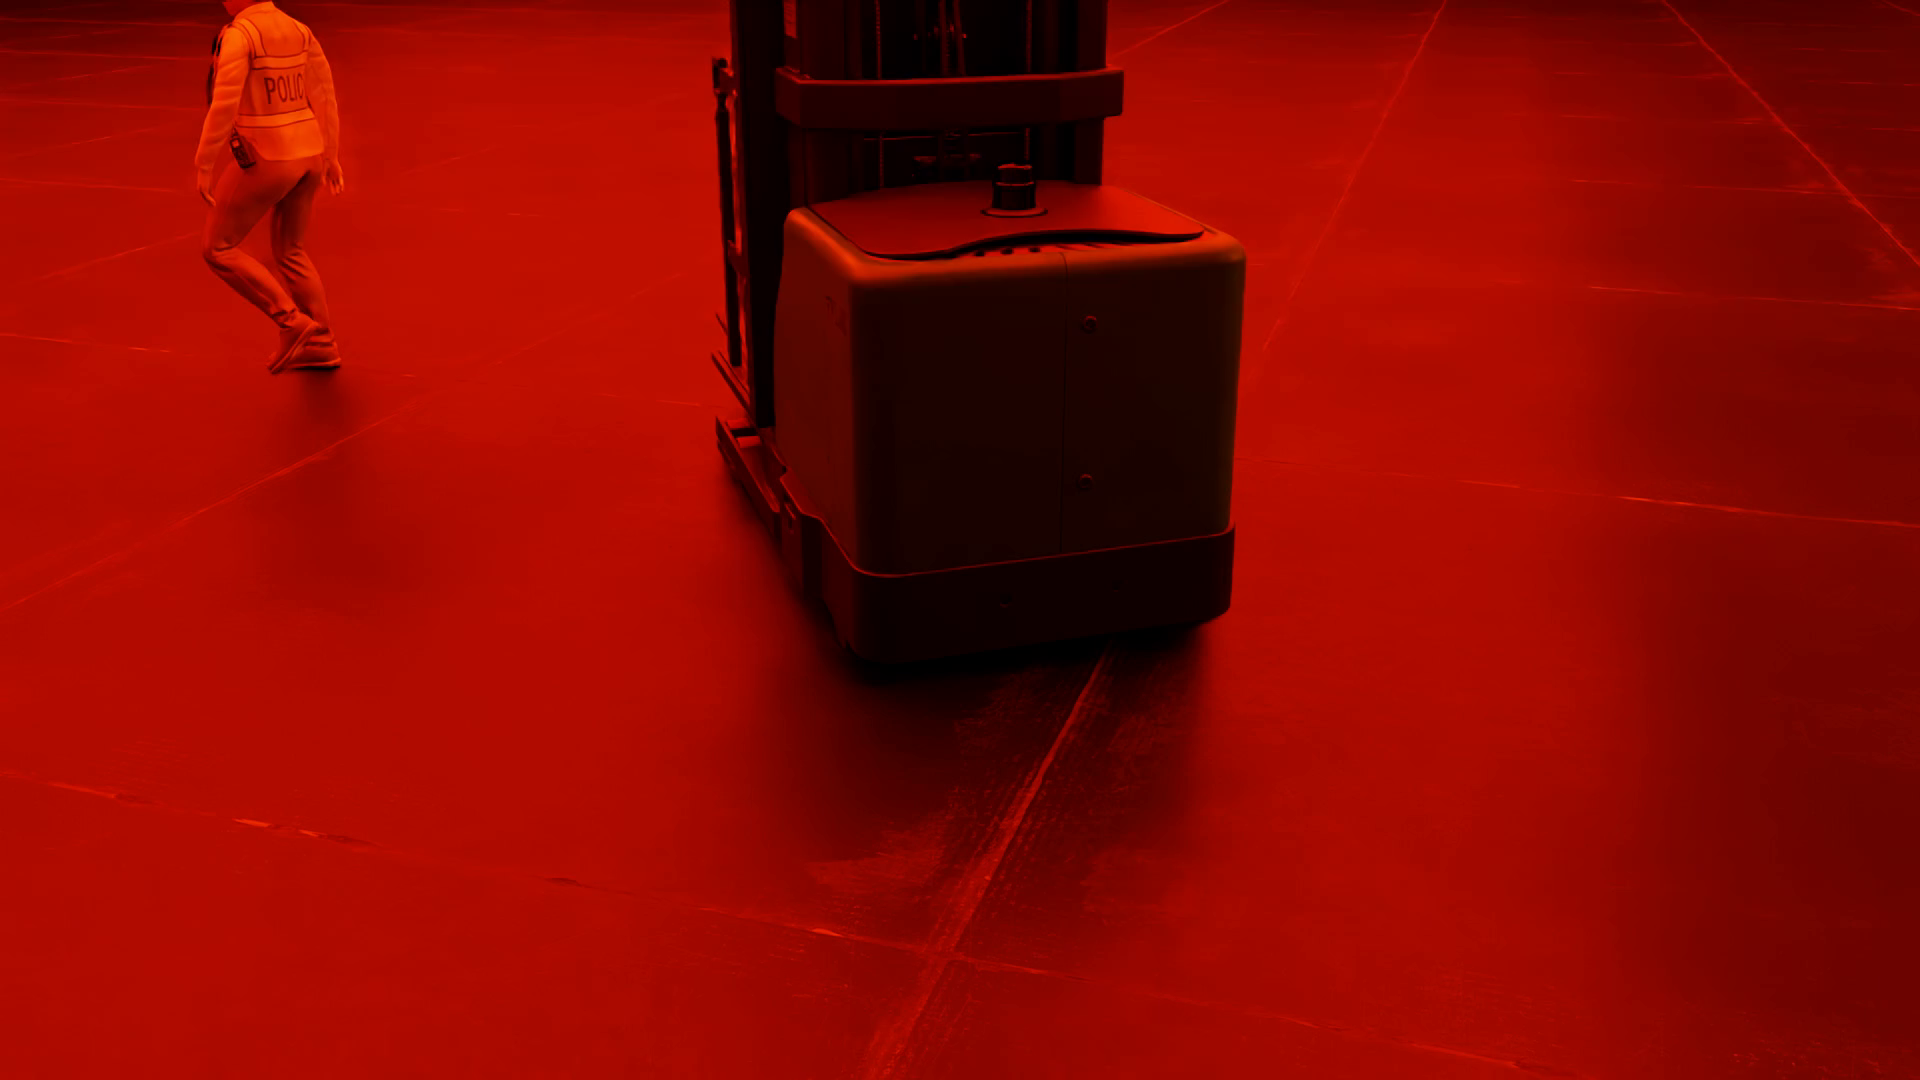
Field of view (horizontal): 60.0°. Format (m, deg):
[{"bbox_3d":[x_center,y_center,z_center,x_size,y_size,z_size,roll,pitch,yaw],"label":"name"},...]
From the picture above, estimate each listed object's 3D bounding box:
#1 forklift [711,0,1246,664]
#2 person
[{"bbox_3d":[-0.206,-1.578,5.101,1.130,2.935,3.031,-7,23,-16],"label":"forklift"},{"bbox_3d":[-2.714,-1.458,6.495,0.434,1.651,0.637,6,23,14],"label":"person"}]
